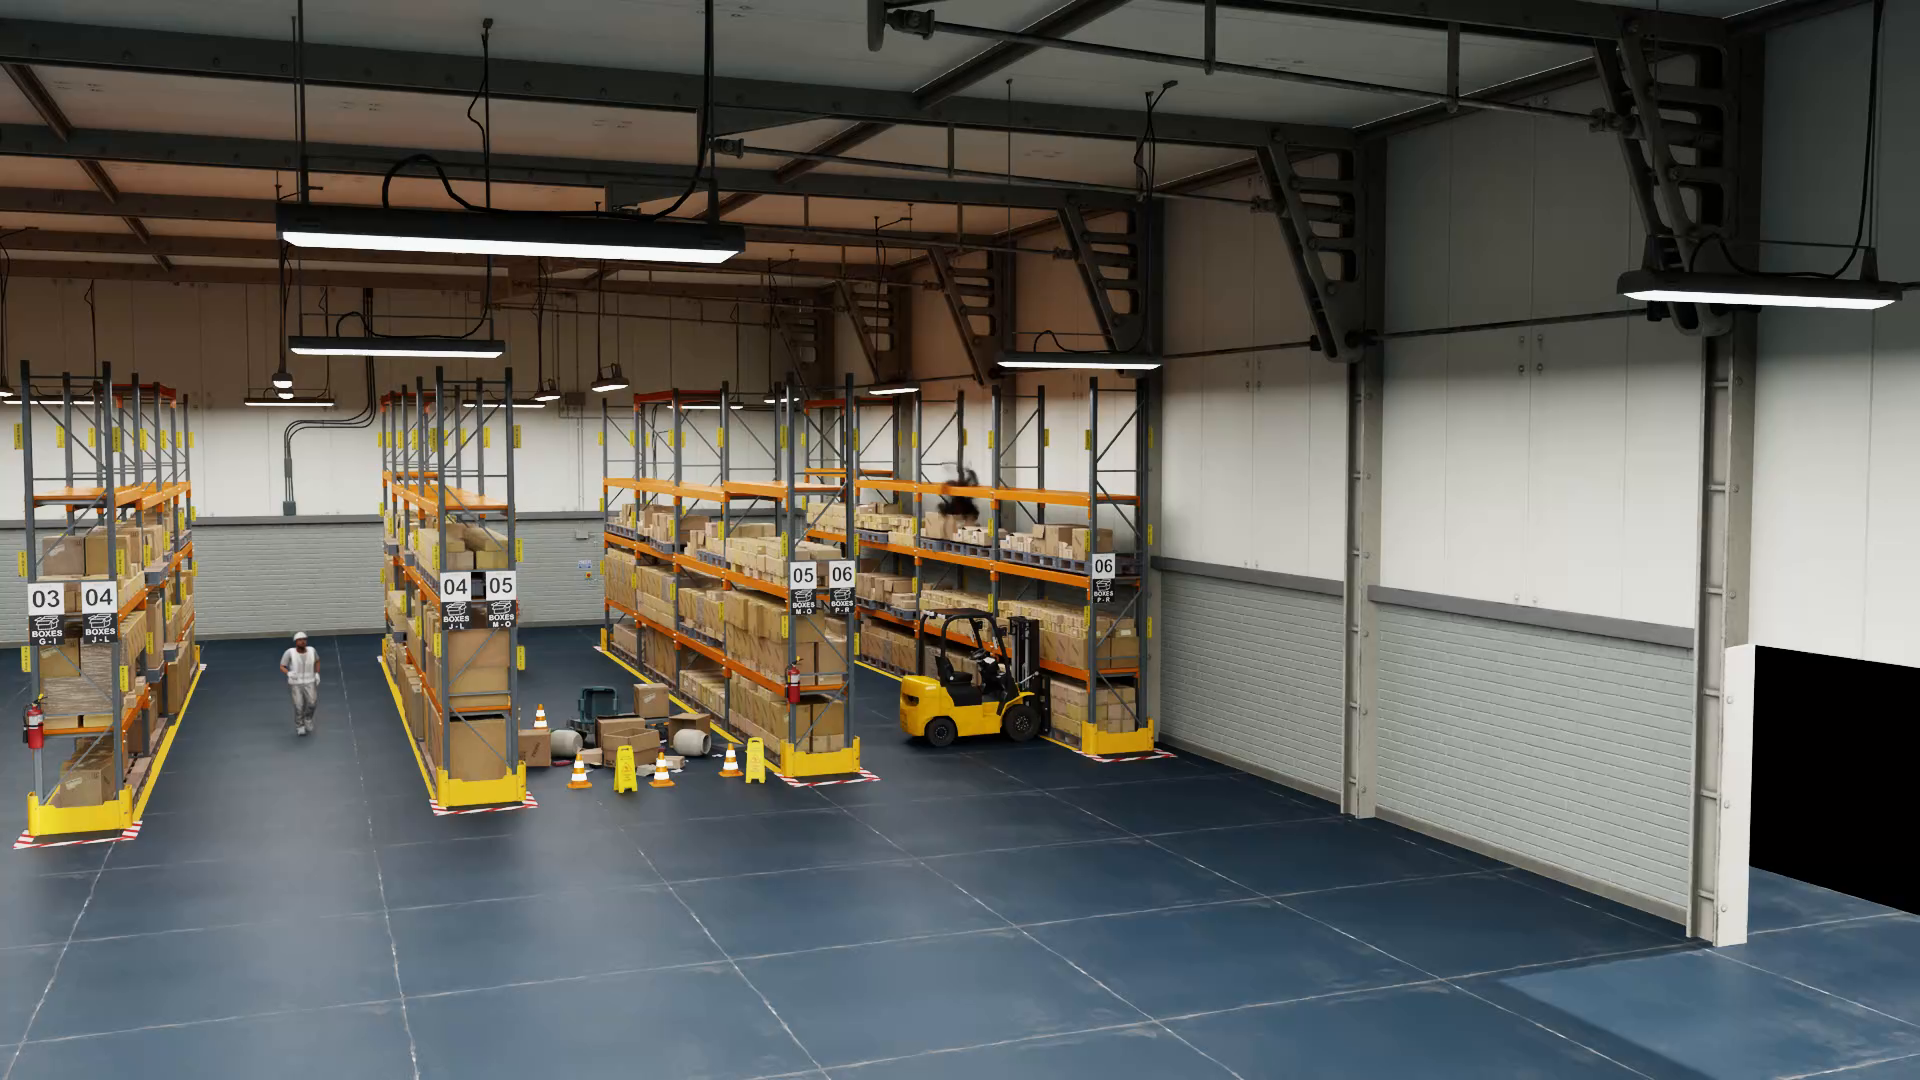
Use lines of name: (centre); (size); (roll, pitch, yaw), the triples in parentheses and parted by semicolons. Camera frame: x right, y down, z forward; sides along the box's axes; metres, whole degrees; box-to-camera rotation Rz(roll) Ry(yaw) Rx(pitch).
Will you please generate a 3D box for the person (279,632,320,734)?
person: (-11.142, 2.428, 28.161); (0.683, 1.740, 0.587); (-2, 4, -33)
